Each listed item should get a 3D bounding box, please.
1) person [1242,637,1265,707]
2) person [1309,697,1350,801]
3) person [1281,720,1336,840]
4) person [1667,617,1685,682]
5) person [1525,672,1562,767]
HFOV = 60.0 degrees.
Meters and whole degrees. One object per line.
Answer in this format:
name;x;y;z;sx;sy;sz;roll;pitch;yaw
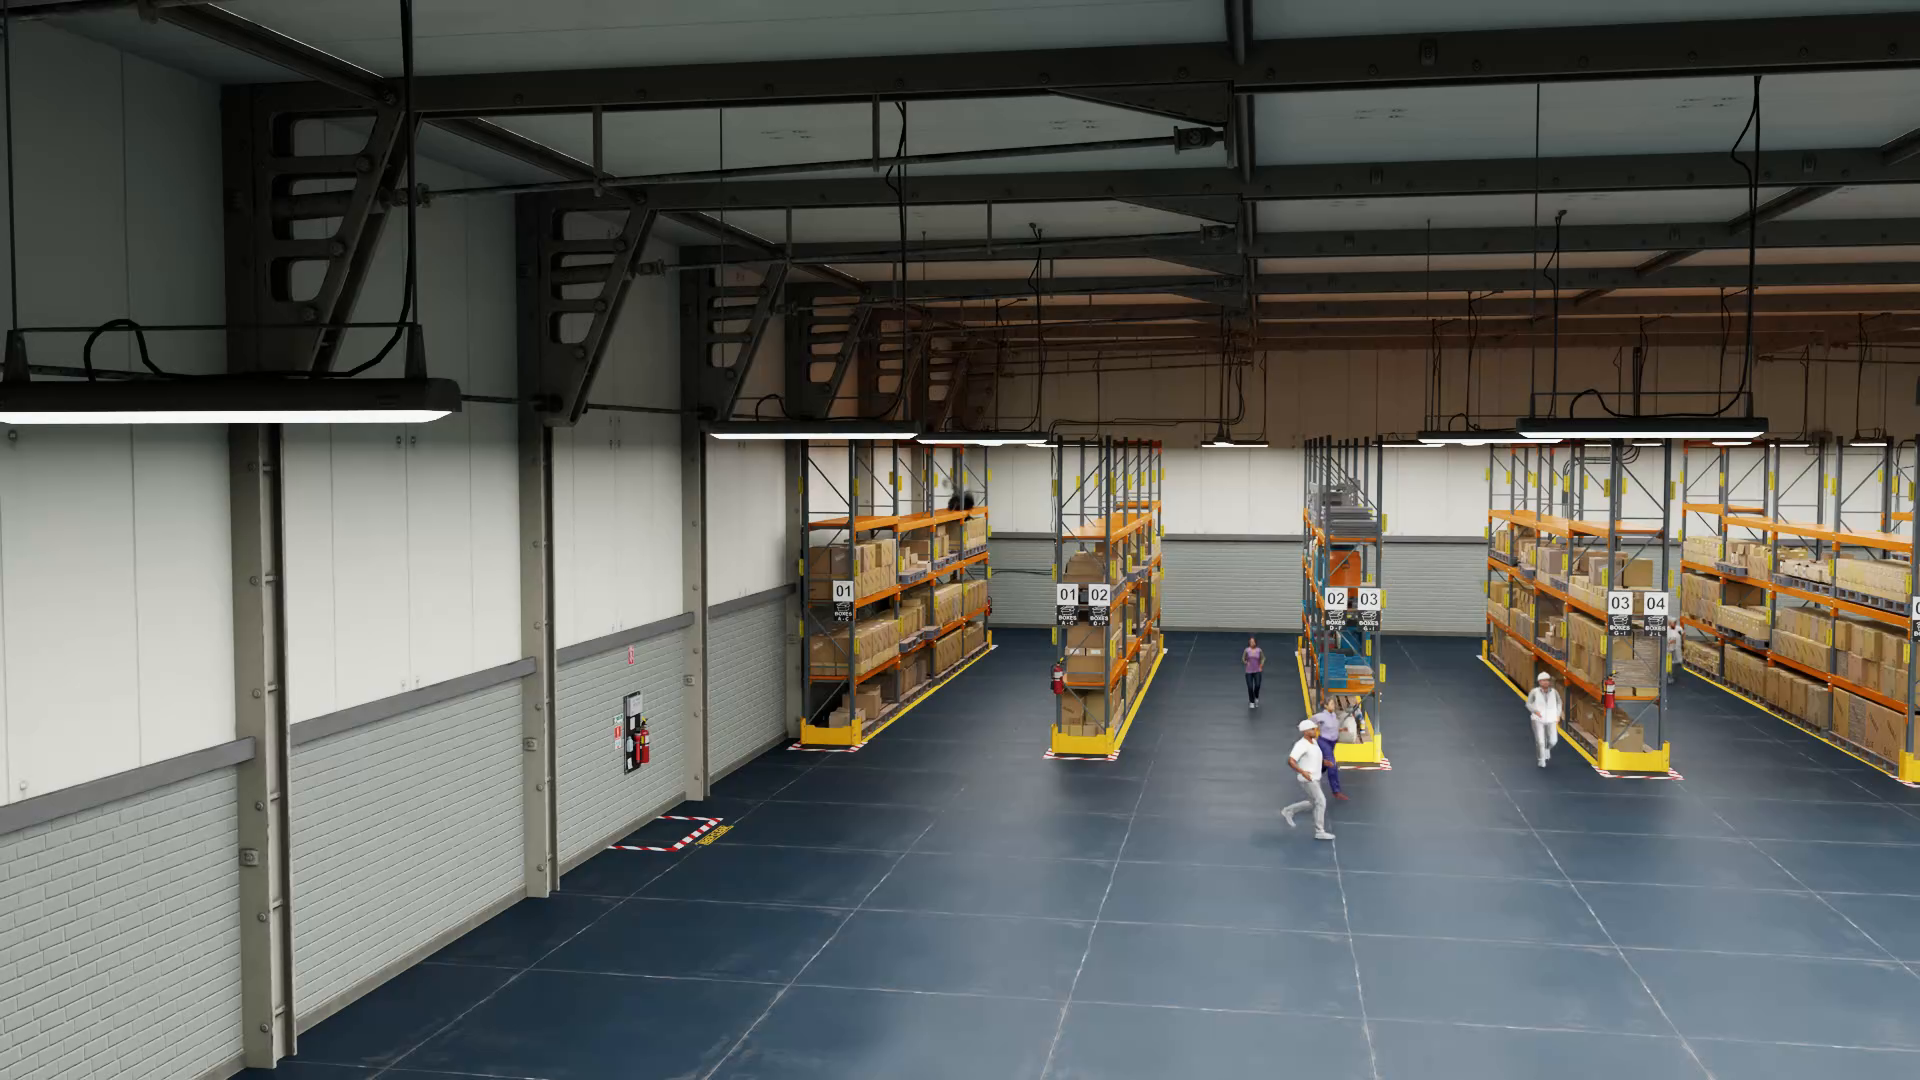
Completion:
person;6.495;2.939;36.791;0.522;1.559;0.554;0;3;8
person;5.998;3.397;27.315;0.938;1.650;0.599;3;4;40
person;5.152;3.524;24.530;0.820;1.741;0.704;2;4;29
person;17.531;2.705;40.824;0.643;1.617;0.678;0;3;5
person;10.558;3.244;30.019;0.660;1.718;0.589;0;3;7
